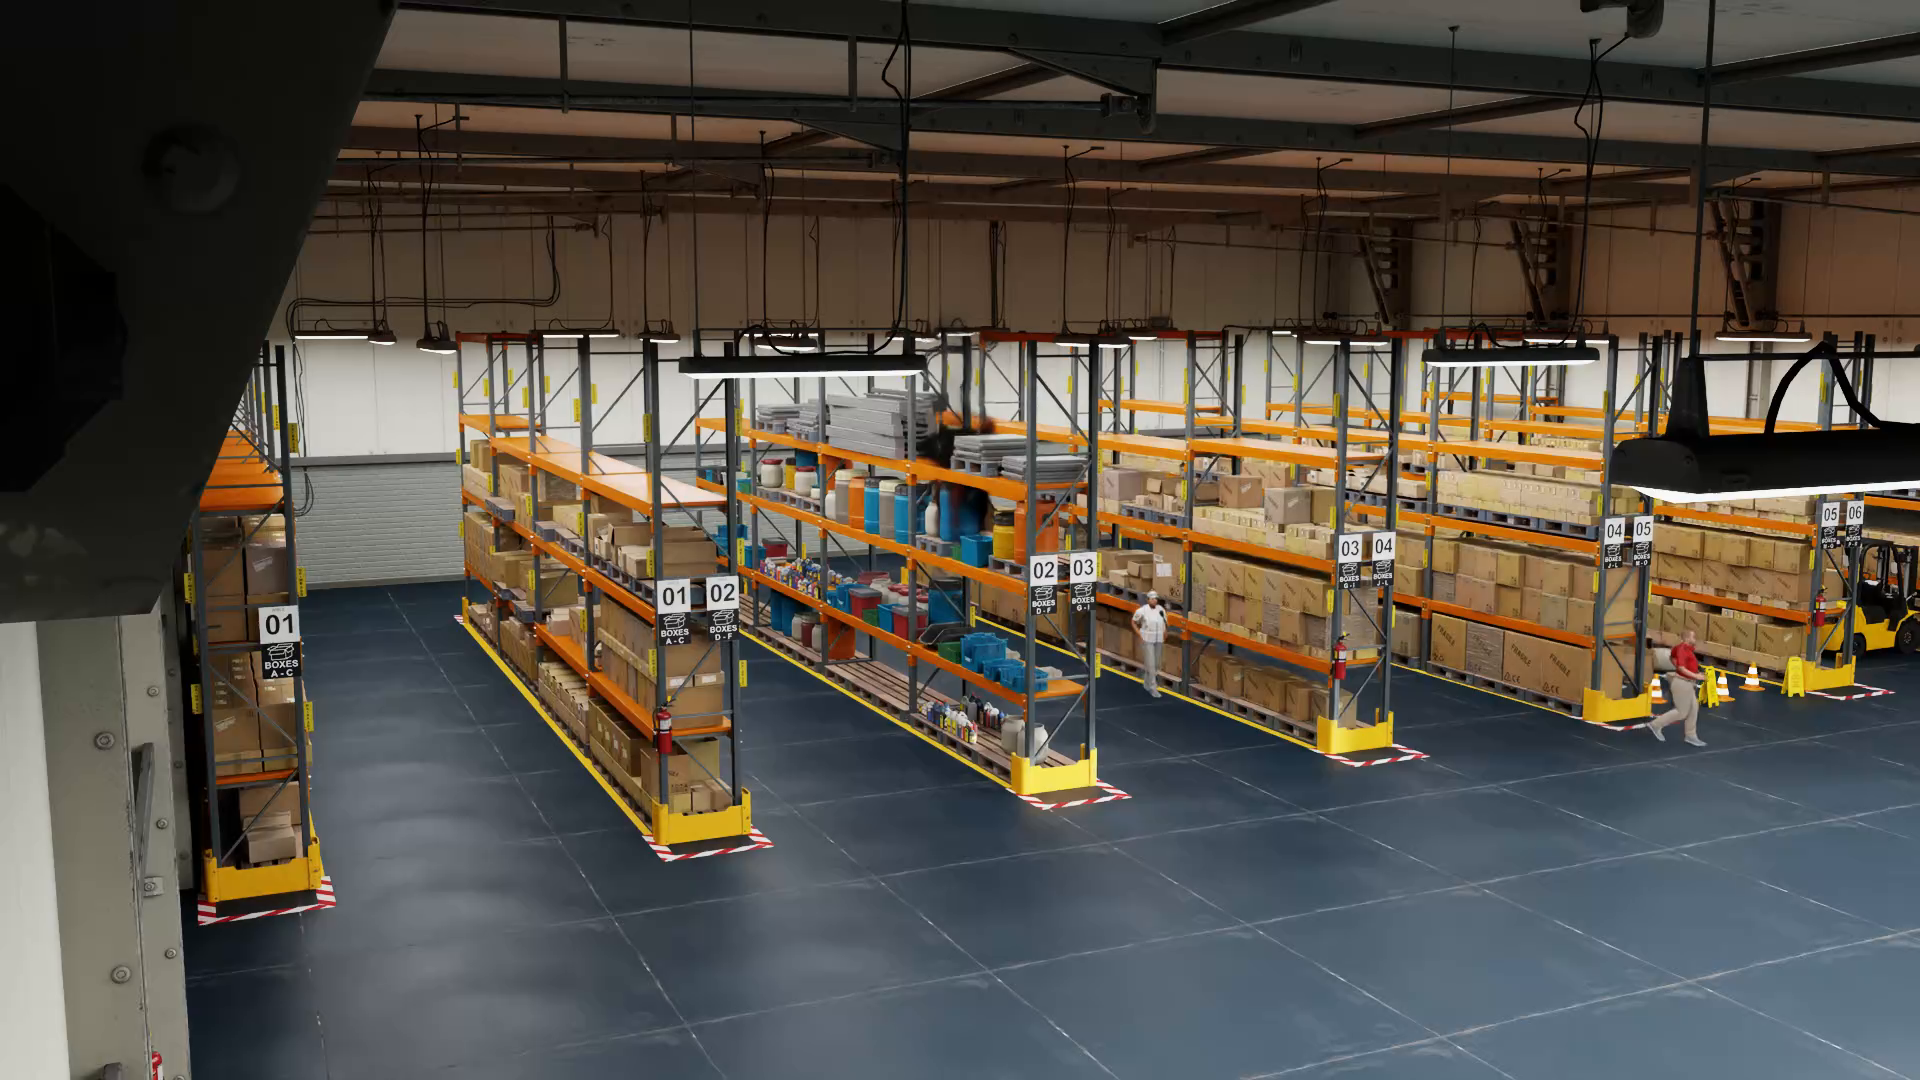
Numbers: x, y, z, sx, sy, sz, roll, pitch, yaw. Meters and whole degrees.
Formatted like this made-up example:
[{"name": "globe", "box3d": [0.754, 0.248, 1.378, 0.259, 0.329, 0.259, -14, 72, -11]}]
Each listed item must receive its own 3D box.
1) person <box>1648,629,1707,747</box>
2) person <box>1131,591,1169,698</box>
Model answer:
[{"name": "person", "box3d": [10.667, 2.181, 24.626, 0.834, 1.748, 0.687, 3, 8, 23]}, {"name": "person", "box3d": [3.073, 1.645, 26.679, 0.615, 1.686, 0.762, -3, 8, -20]}]
